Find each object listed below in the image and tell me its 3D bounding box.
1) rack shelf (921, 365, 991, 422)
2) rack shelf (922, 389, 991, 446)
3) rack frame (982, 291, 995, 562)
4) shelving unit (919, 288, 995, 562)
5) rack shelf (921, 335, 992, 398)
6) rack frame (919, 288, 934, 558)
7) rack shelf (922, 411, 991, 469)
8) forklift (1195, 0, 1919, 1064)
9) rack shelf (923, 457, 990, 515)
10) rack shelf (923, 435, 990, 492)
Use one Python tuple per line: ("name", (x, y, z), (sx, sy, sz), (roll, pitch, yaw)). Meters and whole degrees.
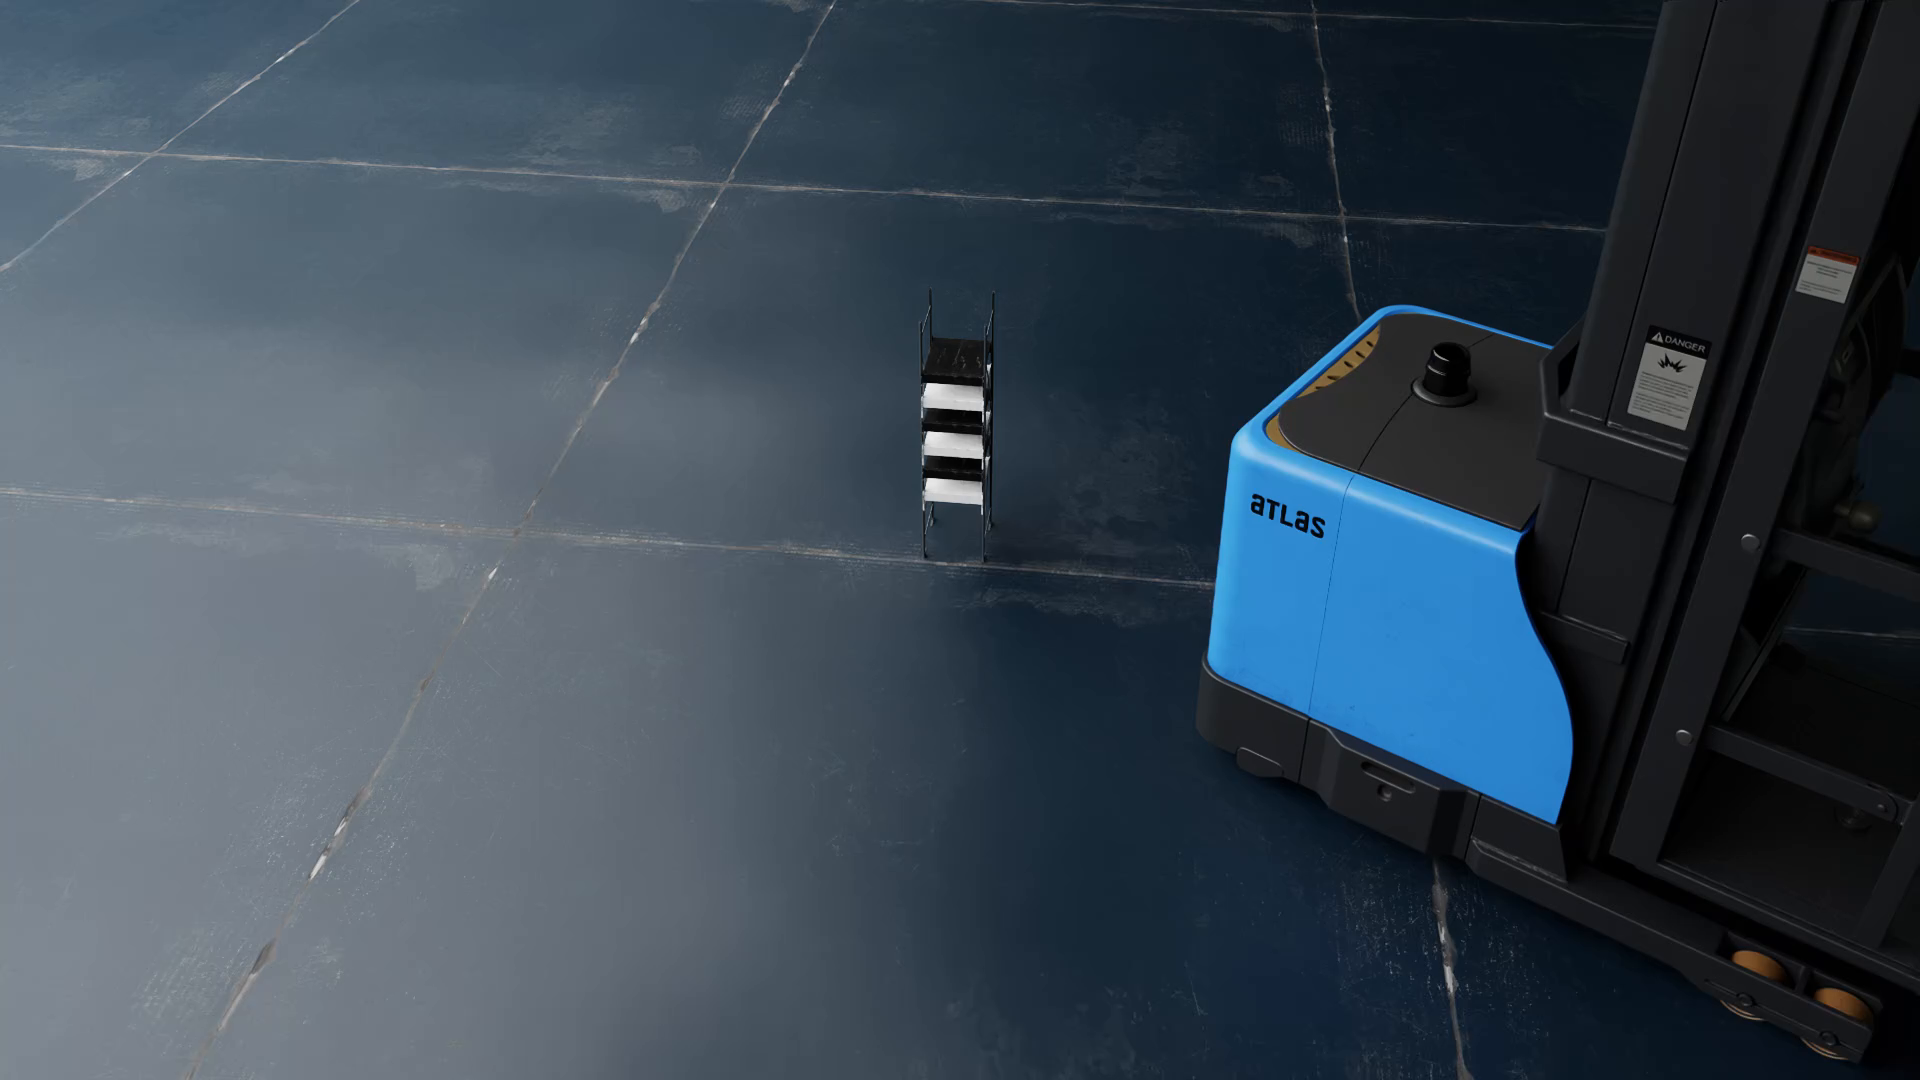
("rack shelf", (-0.008, -0.486, 5.404), (0.200, 0.077, 0.258), (4, 36, 6))
("rack shelf", (-0.008, -0.413, 5.457), (0.200, 0.077, 0.258), (4, 36, 6))
("rack frame", (0.093, -0.359, 5.479), (0.006, 0.900, 0.240), (4, 36, 6))
("shelving unit", (-0.008, -0.367, 5.489), (0.210, 0.900, 0.258), (4, 36, 6))
("rack shelf", (-0.008, -0.560, 5.352), (0.200, 0.077, 0.258), (4, 36, 6))
("rack frame", (-0.109, -0.374, 5.500), (0.006, 0.900, 0.240), (4, 36, 6))
("rack shelf", (-0.008, -0.340, 5.509), (0.200, 0.077, 0.258), (4, 36, 6))
("forklift", (2.174, -0.299, 3.646), (3.031, 2.935, 1.130), (23, 42, 29))
("rack shelf", (-0.008, -0.193, 5.613), (0.200, 0.077, 0.258), (4, 36, 6))
("rack shelf", (-0.008, -0.267, 5.561), (0.200, 0.077, 0.258), (4, 36, 6))
